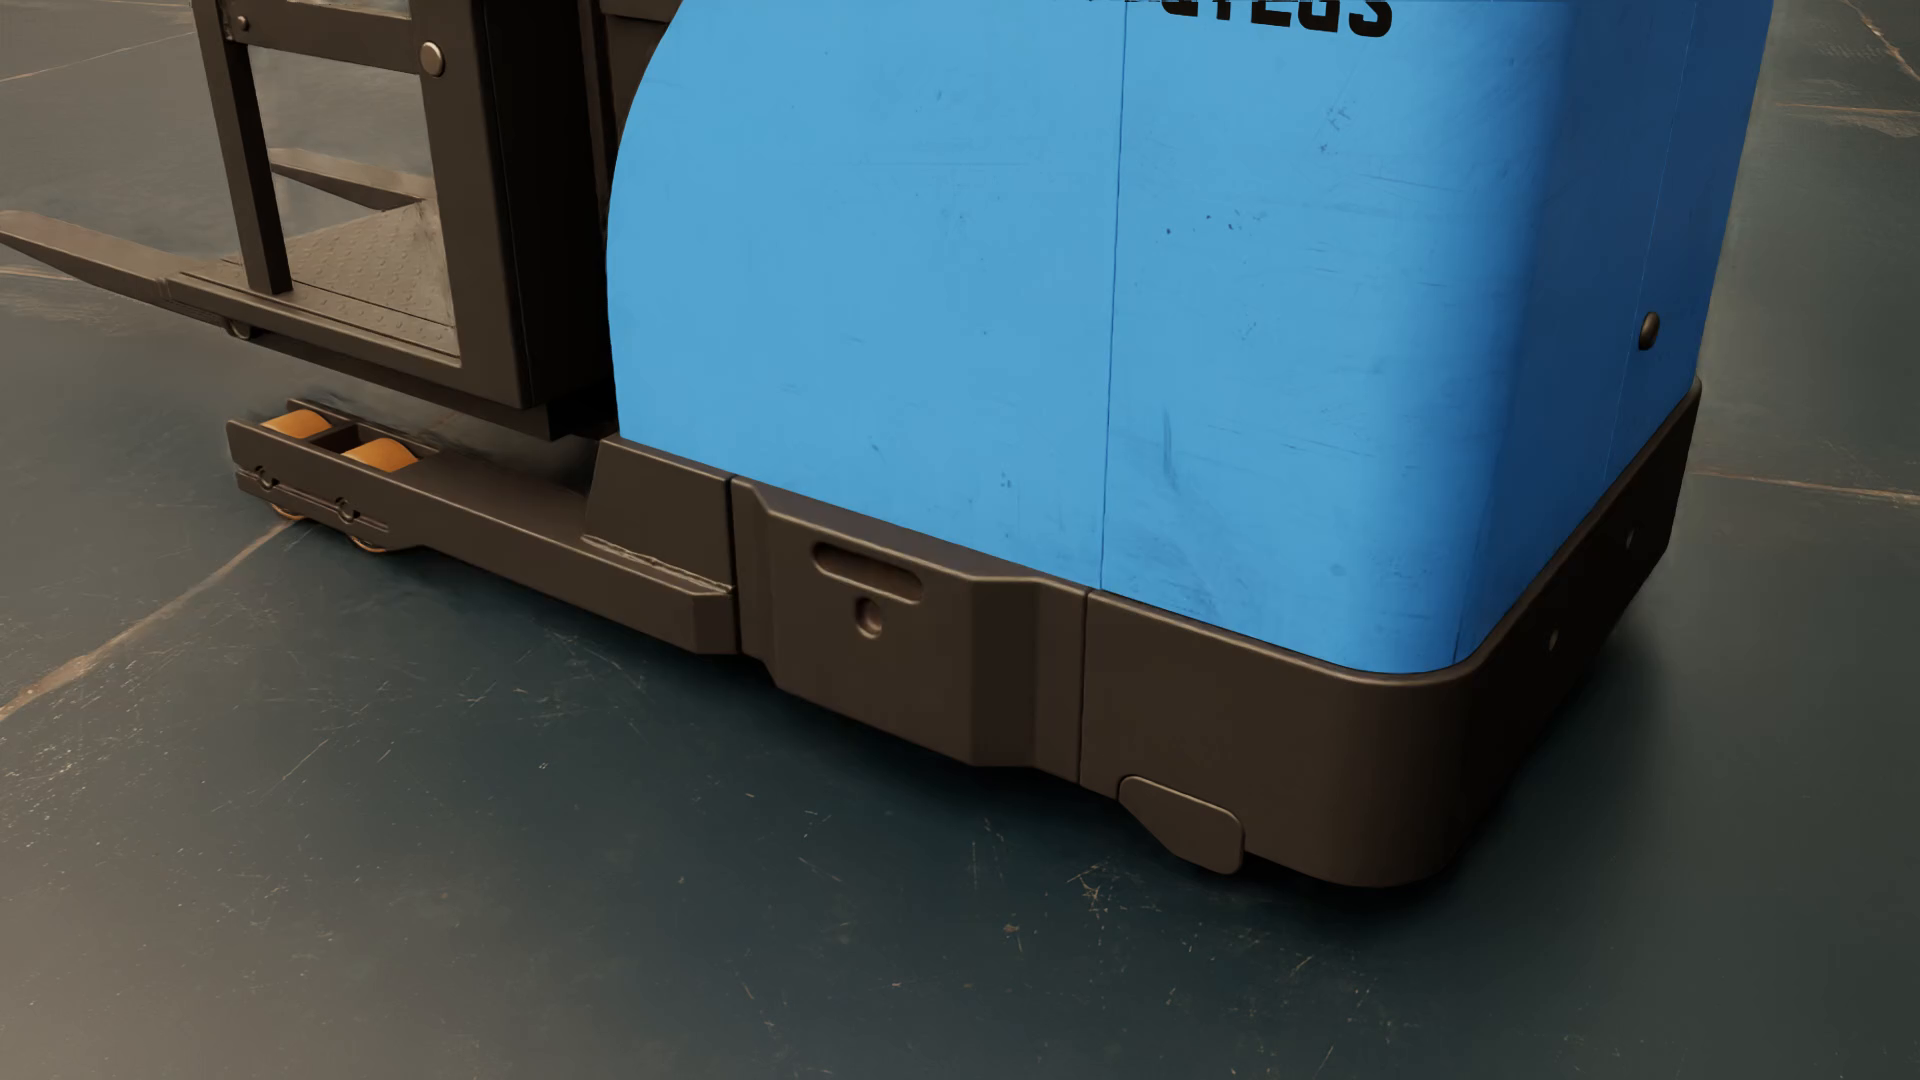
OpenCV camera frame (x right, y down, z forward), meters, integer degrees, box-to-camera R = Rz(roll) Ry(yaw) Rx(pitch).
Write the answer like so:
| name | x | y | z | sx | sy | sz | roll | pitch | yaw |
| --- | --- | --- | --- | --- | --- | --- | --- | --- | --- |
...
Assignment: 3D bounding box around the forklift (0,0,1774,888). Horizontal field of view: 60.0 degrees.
| name | x | y | z | sx | sy | sz | roll | pitch | yaw |
| --- | --- | --- | --- | --- | --- | --- | --- | --- | --- |
| forklift | -0.501 | -1.464 | 2.144 | 3.031 | 2.935 | 1.130 | 18 | 32 | 31 |
